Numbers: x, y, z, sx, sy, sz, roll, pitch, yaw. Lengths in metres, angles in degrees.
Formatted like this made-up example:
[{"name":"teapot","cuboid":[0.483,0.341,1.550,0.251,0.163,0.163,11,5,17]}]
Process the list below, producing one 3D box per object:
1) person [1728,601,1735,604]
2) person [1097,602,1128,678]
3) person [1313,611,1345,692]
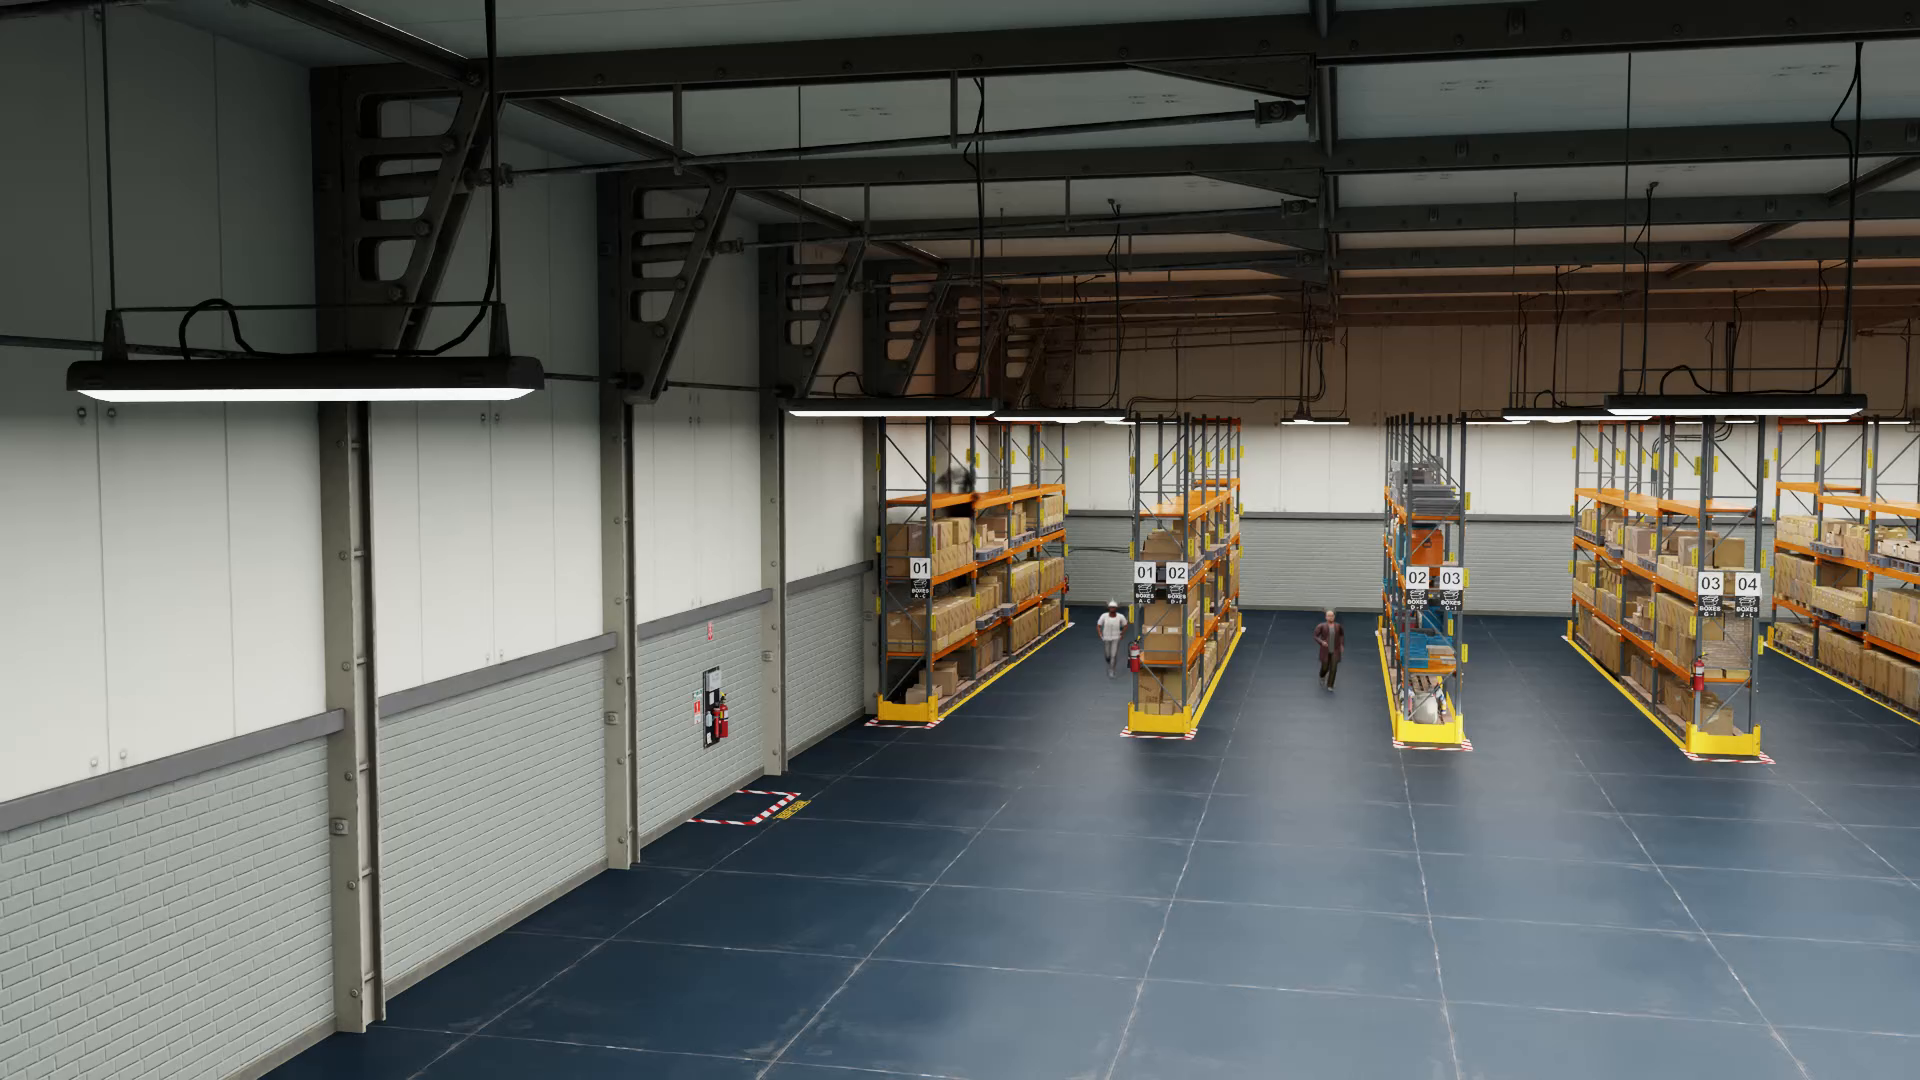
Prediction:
[{"name":"person","cuboid":[19.970,1.932,43.716,0.791,1.739,0.621,3,5,40]},{"name":"person","cuboid":[3.502,2.278,38.274,0.717,1.741,0.764,1,4,10]},{"name":"person","cuboid":[8.027,2.406,36.135,0.709,1.737,0.757,0,4,-1]}]
